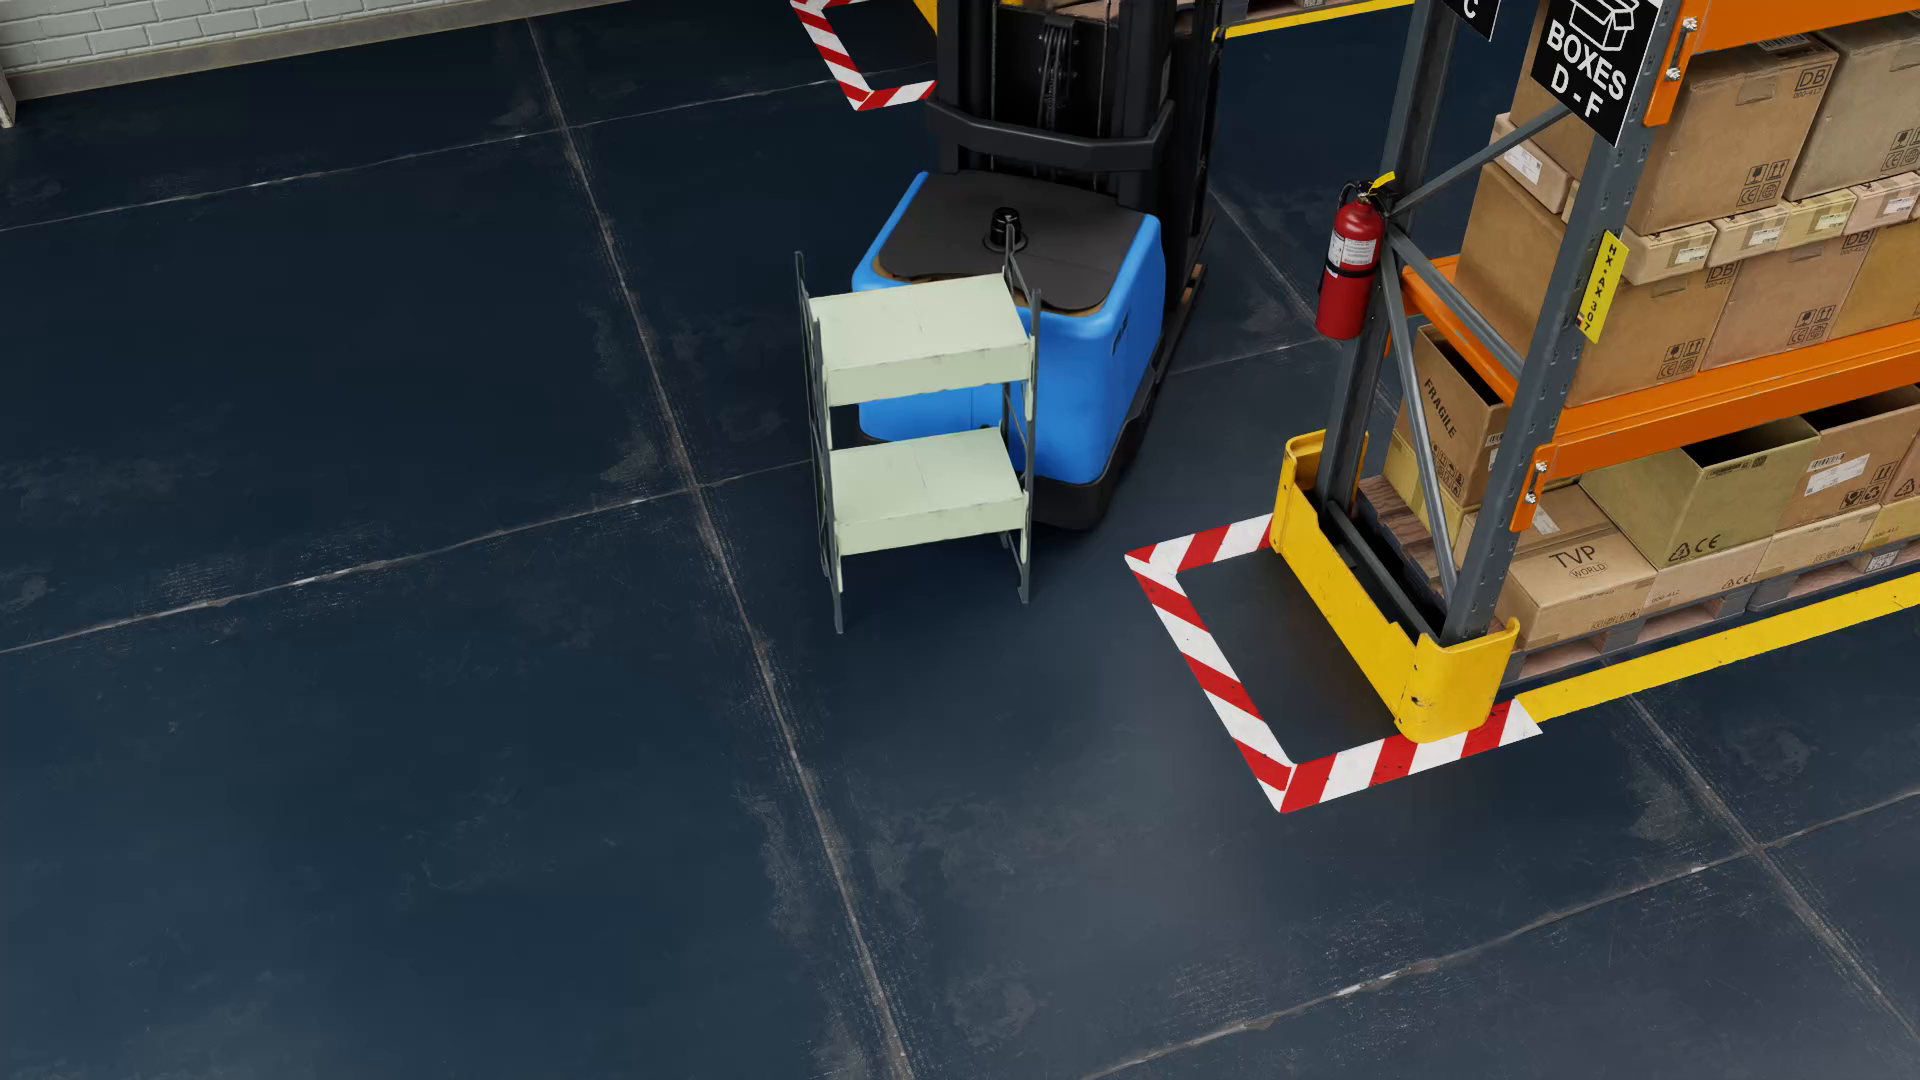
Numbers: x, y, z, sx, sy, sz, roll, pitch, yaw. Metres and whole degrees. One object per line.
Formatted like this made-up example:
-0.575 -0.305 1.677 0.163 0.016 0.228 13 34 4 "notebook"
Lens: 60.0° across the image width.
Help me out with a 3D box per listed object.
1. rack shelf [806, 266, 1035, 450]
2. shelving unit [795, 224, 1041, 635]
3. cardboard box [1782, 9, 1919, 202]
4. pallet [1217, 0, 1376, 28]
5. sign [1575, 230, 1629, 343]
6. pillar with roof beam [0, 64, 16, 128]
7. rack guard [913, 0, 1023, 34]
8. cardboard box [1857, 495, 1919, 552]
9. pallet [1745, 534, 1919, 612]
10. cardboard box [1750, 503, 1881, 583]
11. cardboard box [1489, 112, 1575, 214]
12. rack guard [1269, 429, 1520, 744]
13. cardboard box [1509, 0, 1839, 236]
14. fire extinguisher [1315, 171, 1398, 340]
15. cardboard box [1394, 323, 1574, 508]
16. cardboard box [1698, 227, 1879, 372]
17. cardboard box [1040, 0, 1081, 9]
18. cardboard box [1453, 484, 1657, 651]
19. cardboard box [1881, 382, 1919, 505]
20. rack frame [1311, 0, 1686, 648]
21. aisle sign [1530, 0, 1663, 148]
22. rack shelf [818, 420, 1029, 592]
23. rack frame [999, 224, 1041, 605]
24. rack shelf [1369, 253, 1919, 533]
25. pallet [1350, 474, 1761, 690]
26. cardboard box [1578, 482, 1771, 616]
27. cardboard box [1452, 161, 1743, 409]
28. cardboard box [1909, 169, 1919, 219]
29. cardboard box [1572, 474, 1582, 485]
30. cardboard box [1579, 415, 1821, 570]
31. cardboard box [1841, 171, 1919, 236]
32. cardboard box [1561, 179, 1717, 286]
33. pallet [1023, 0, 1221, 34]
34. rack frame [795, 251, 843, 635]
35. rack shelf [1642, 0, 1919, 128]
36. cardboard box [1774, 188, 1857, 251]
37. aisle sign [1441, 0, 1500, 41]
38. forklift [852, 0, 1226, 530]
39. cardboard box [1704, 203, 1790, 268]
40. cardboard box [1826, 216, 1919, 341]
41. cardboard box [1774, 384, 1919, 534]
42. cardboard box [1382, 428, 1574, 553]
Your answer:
-0.145 -0.636 5.774 0.720 0.370 0.431 -9 46 -9 "rack shelf"
-0.145 -0.361 6.051 0.755 1.500 0.431 -9 46 -9 "shelving unit"
2.604 -1.485 5.126 0.500 0.500 0.700 -15 47 -15 "cardboard box"
1.926 -3.541 10.131 1.213 0.211 1.003 -14 47 -14 "pallet"
1.801 -0.708 4.671 0.005 0.325 0.100 -14 47 -14 "sign"
-3.884 -2.596 2.984 0.400 9.000 9.100 -14 47 -14 "pillar with roof beam"
0.004 -3.181 9.567 0.348 0.500 1.175 -14 47 -14 "rack guard"
3.610 -0.264 6.540 0.500 0.250 0.500 -14 47 -14 "cardboard box"
3.469 -0.264 6.864 1.213 0.211 1.003 -14 47 -14 "pallet"
3.138 -0.147 6.423 0.500 0.250 0.500 -14 47 -14 "cardboard box"
1.913 -1.229 5.328 0.250 0.149 0.380 -15 47 -15 "cardboard box"
1.596 0.143 6.255 0.348 0.500 1.175 -14 47 -14 "rack guard"
2.112 -1.355 4.997 0.500 0.500 0.700 -14 47 -14 "cardboard box"
1.349 -0.999 5.683 0.183 0.674 0.296 -14 47 -14 "fire extinguisher"
2.022 -0.515 6.261 0.500 0.500 0.500 -14 47 -14 "cardboard box"
2.554 -1.014 5.572 0.500 0.500 0.700 -13 47 -13 "cardboard box"
0.614 -3.358 9.566 0.500 0.311 0.500 -19 48 -18 "cardboard box"
2.198 0.096 6.181 0.500 0.250 0.500 -14 47 -14 "cardboard box"
3.610 -0.528 6.274 0.500 0.500 0.500 -14 47 -14 "cardboard box"
1.618 -0.746 5.375 0.127 3.000 1.000 -14 47 -14 "rack frame"
1.661 -1.443 4.235 0.004 0.787 0.394 -14 47 -14 "aisle sign"
-0.145 -0.131 6.282 0.720 0.370 0.431 -9 46 -9 "rack shelf"
0.213 -0.417 6.106 0.023 1.500 0.400 -9 46 -9 "rack frame"
3.500 -0.973 6.110 4.000 0.370 1.077 -14 47 -14 "rack shelf"
2.323 0.027 6.574 1.213 0.211 1.003 -14 47 -14 "pallet"
2.667 -0.027 6.304 0.500 0.250 0.500 -14 47 -14 "cardboard box"
2.062 -0.885 5.443 0.500 0.500 0.700 -14 47 -14 "cardboard box"
3.031 -1.210 5.310 0.250 0.149 0.380 -16 47 -15 "cardboard box"
2.489 -0.377 6.653 0.500 0.250 0.500 -14 47 -14 "cardboard box"
2.668 -0.290 6.037 0.500 0.500 0.500 -14 47 -14 "cardboard box"
2.781 -1.144 5.244 0.250 0.149 0.380 -15 47 -14 "cardboard box"
2.061 -0.961 5.061 0.250 0.149 0.380 -15 47 -14 "cardboard box"
0.781 -3.251 9.841 1.213 0.211 1.003 -14 47 -14 "pallet"
-0.502 -0.305 5.995 0.023 1.500 0.400 -9 46 -9 "rack frame"
3.500 -2.032 5.047 4.000 0.370 1.077 -14 47 -14 "rack shelf"
2.543 -1.085 5.185 0.250 0.149 0.380 -14 47 -14 "cardboard box"
1.457 -1.843 4.634 0.004 0.787 0.394 -14 47 -14 "aisle sign"
0.536 -2.138 6.811 1.130 2.935 3.031 14 47 13 "forklift"
2.308 -1.026 5.126 0.250 0.149 0.380 -15 47 -15 "cardboard box"
3.023 -1.130 5.688 0.500 0.500 0.700 -14 47 -14 "cardboard box"
3.134 -0.419 6.165 0.500 0.500 0.500 -14 47 -14 "cardboard box"
2.022 -0.249 6.525 0.500 0.250 0.500 -14 47 -14 "cardboard box"
